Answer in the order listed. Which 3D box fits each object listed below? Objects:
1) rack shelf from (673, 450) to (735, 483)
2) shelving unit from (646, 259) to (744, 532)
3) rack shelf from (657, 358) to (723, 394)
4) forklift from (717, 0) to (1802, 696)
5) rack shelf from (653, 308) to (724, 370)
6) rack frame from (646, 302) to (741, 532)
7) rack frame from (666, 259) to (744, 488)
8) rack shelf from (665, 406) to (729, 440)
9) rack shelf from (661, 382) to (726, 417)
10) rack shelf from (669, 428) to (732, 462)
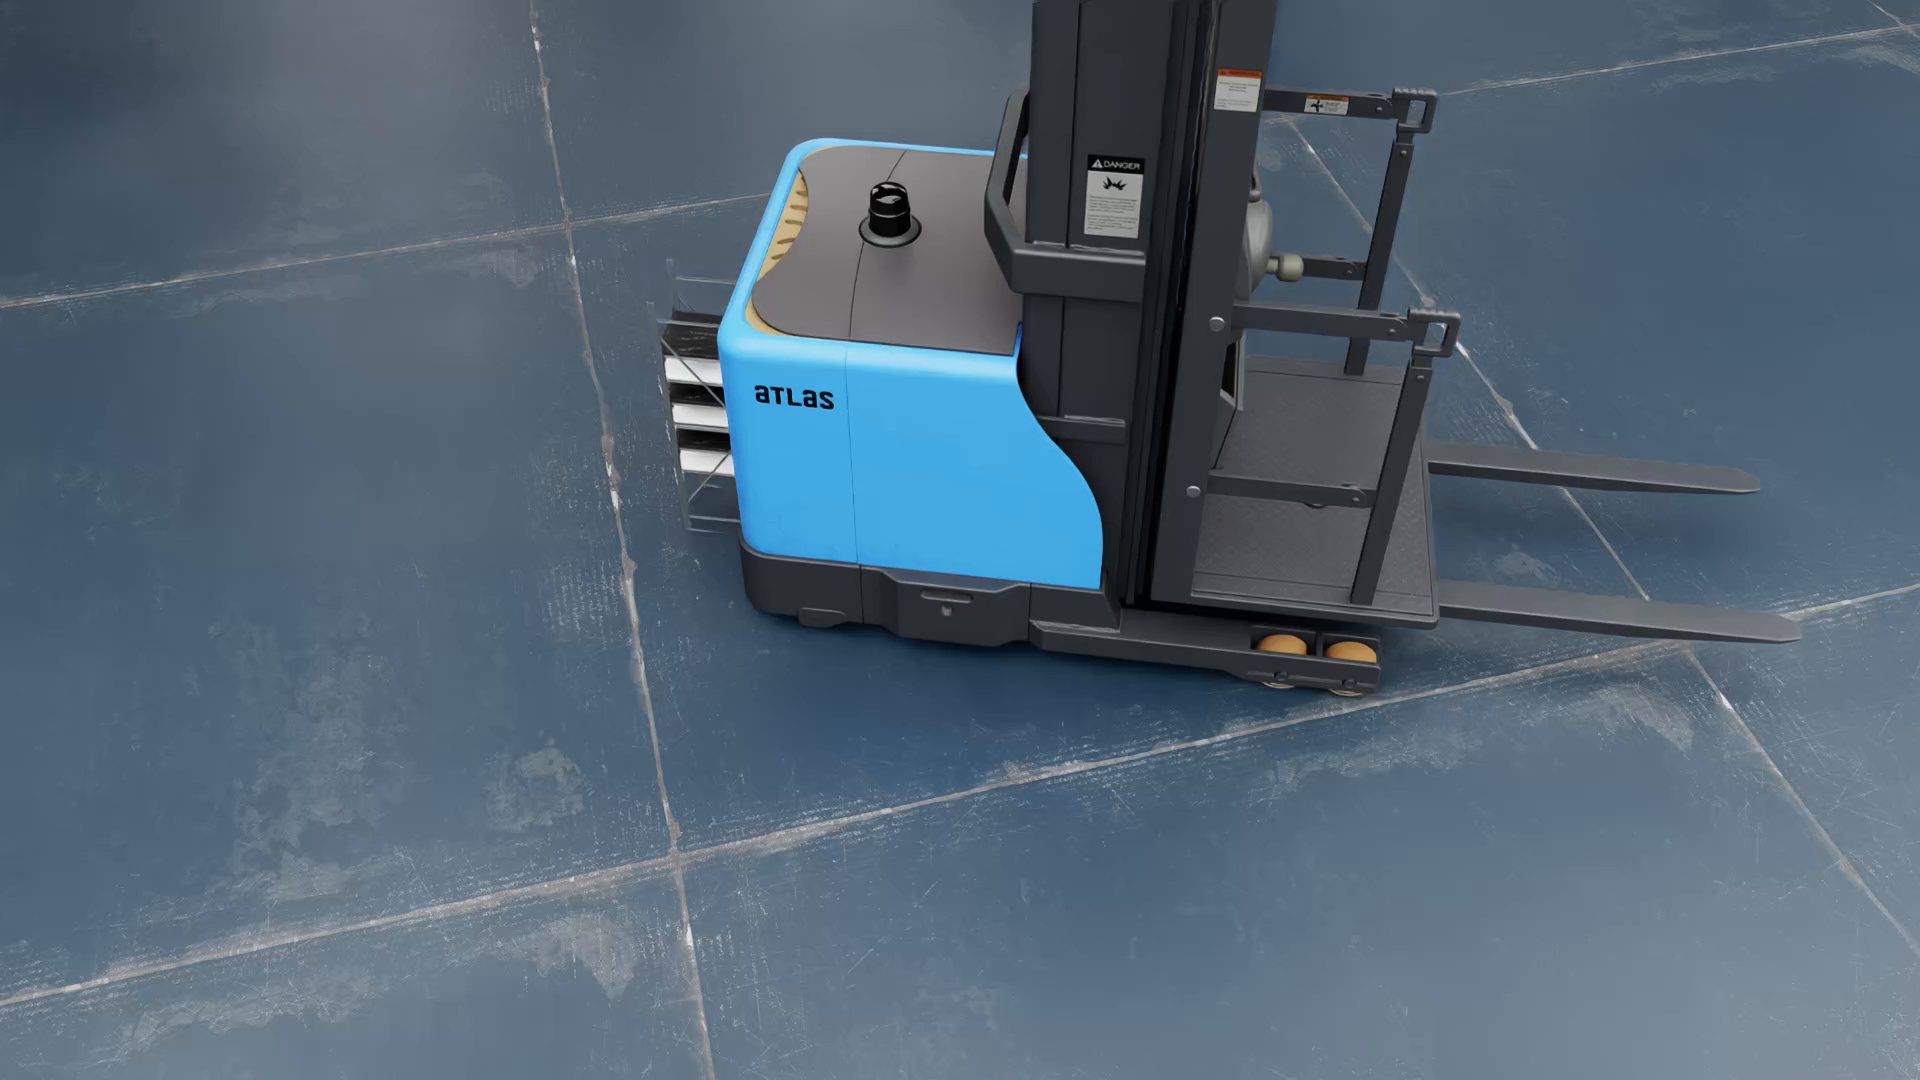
[{"bbox_3d":[-0.739,-0.259,5.172,0.258,0.077,0.200,6,46,6],"label":"rack shelf"},{"bbox_3d":[-0.740,-0.408,5.020,0.258,0.900,0.210,6,46,6],"label":"shelving unit"},{"bbox_3d":[-0.740,-0.511,4.915,0.258,0.077,0.200,6,46,6],"label":"rack shelf"},{"bbox_3d":[0.914,-0.983,4.162,3.031,2.935,1.130,6,46,6],"label":"forklift"},{"bbox_3d":[-0.740,-0.574,4.851,0.258,0.077,0.200,6,46,6],"label":"rack shelf"},{"bbox_3d":[-0.754,-0.337,4.949,0.240,0.900,0.006,6,46,6],"label":"rack frame"},{"bbox_3d":[-0.725,-0.480,5.090,0.240,0.900,0.006,6,46,6],"label":"rack frame"},{"bbox_3d":[-0.739,-0.385,5.043,0.258,0.077,0.200,6,46,6],"label":"rack shelf"},{"bbox_3d":[-0.740,-0.448,4.979,0.258,0.077,0.200,6,46,6],"label":"rack shelf"},{"bbox_3d":[-0.739,-0.322,5.108,0.258,0.077,0.200,6,46,6],"label":"rack shelf"}]
